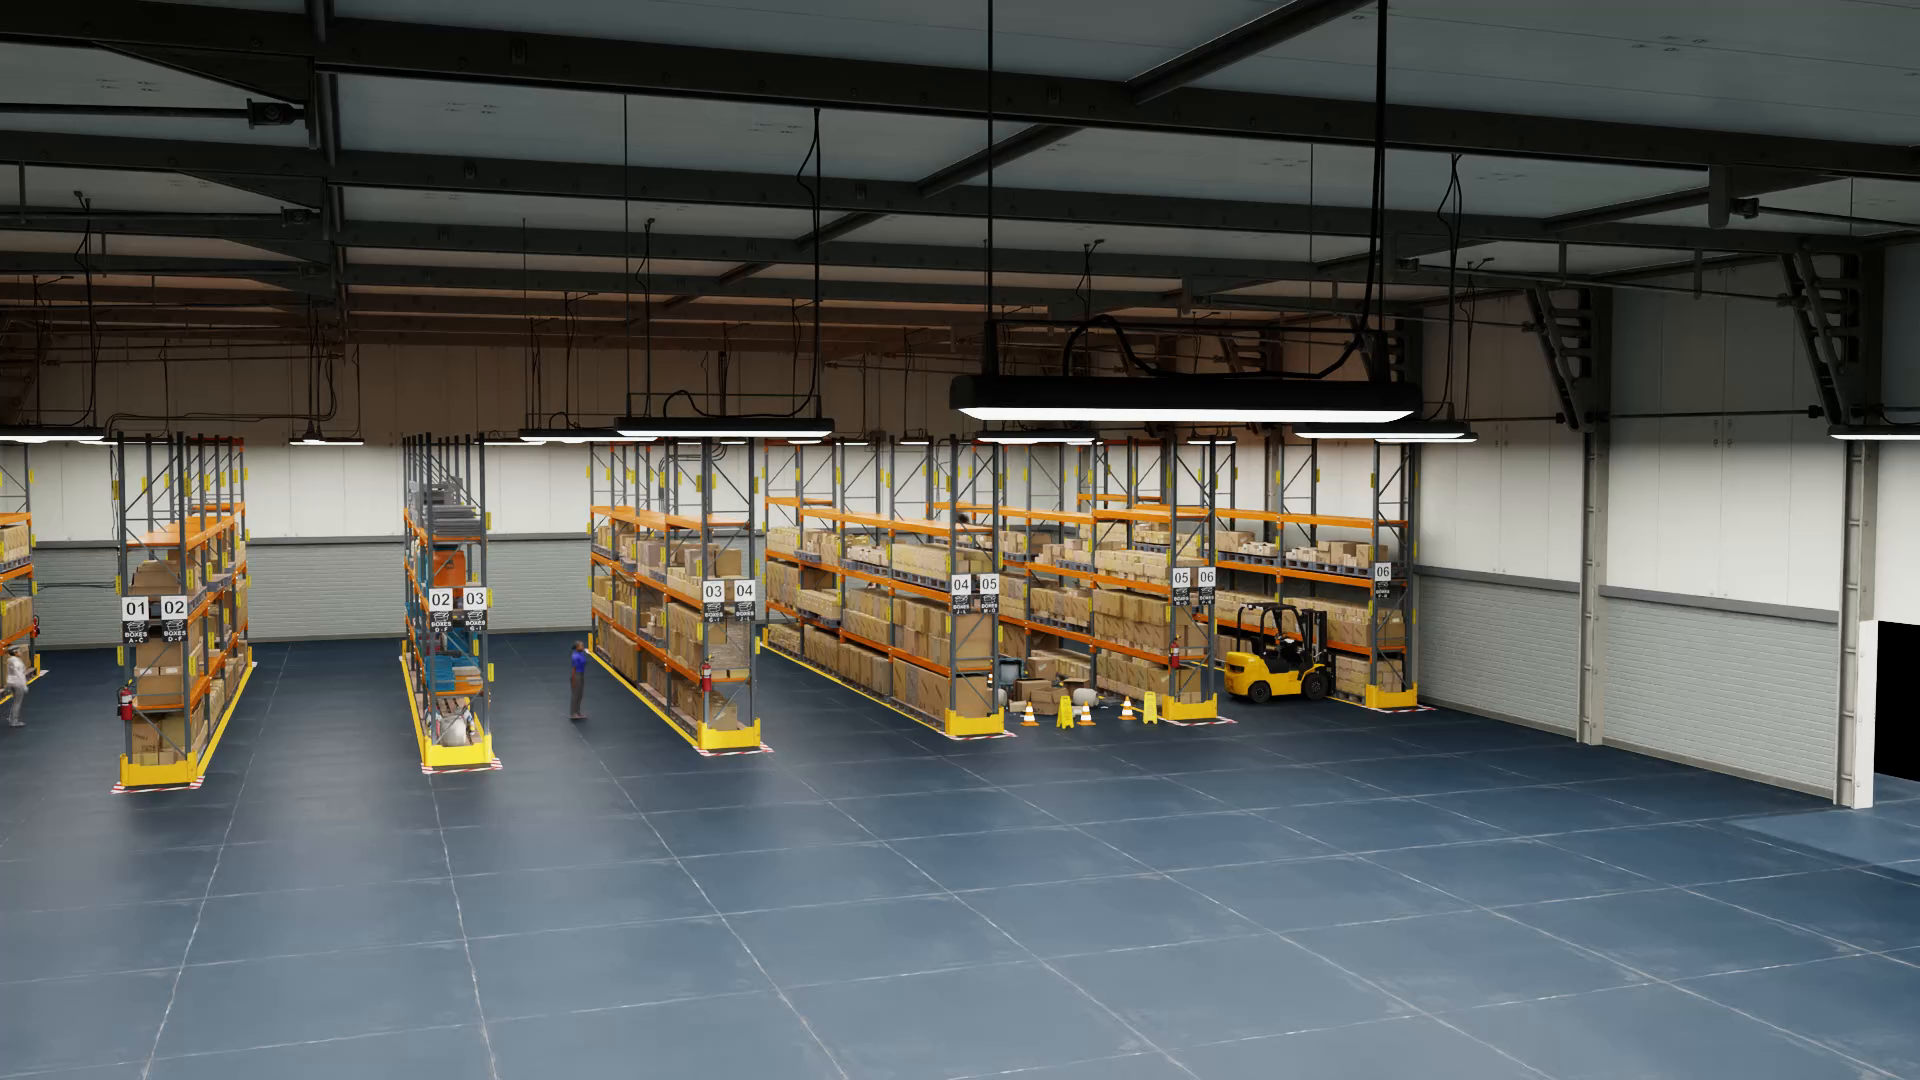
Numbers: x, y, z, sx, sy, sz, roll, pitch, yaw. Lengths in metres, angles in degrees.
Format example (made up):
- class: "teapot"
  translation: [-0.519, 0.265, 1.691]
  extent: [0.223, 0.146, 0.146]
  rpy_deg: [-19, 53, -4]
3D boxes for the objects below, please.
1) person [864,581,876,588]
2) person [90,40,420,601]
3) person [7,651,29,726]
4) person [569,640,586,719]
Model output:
- class: "person"
  translation: [-2.663, 1.976, 49.454]
  extent: [0.580, 1.826, 0.422]
  rpy_deg: [1, 3, 15]
- class: "person"
  translation: [-12.468, -0.294, 27.404]
  extent: [30.161, 9.003, 28.174]
  rpy_deg: [3, 4, 39]
- class: "person"
  translation: [-19.329, 3.005, 34.134]
  extent: [0.503, 1.650, 0.418]
  rpy_deg: [1, 3, 21]
- class: "person"
  translation: [-8.084, 2.948, 35.168]
  extent: [0.325, 1.667, 0.565]
  rpy_deg: [0, 3, 1]
